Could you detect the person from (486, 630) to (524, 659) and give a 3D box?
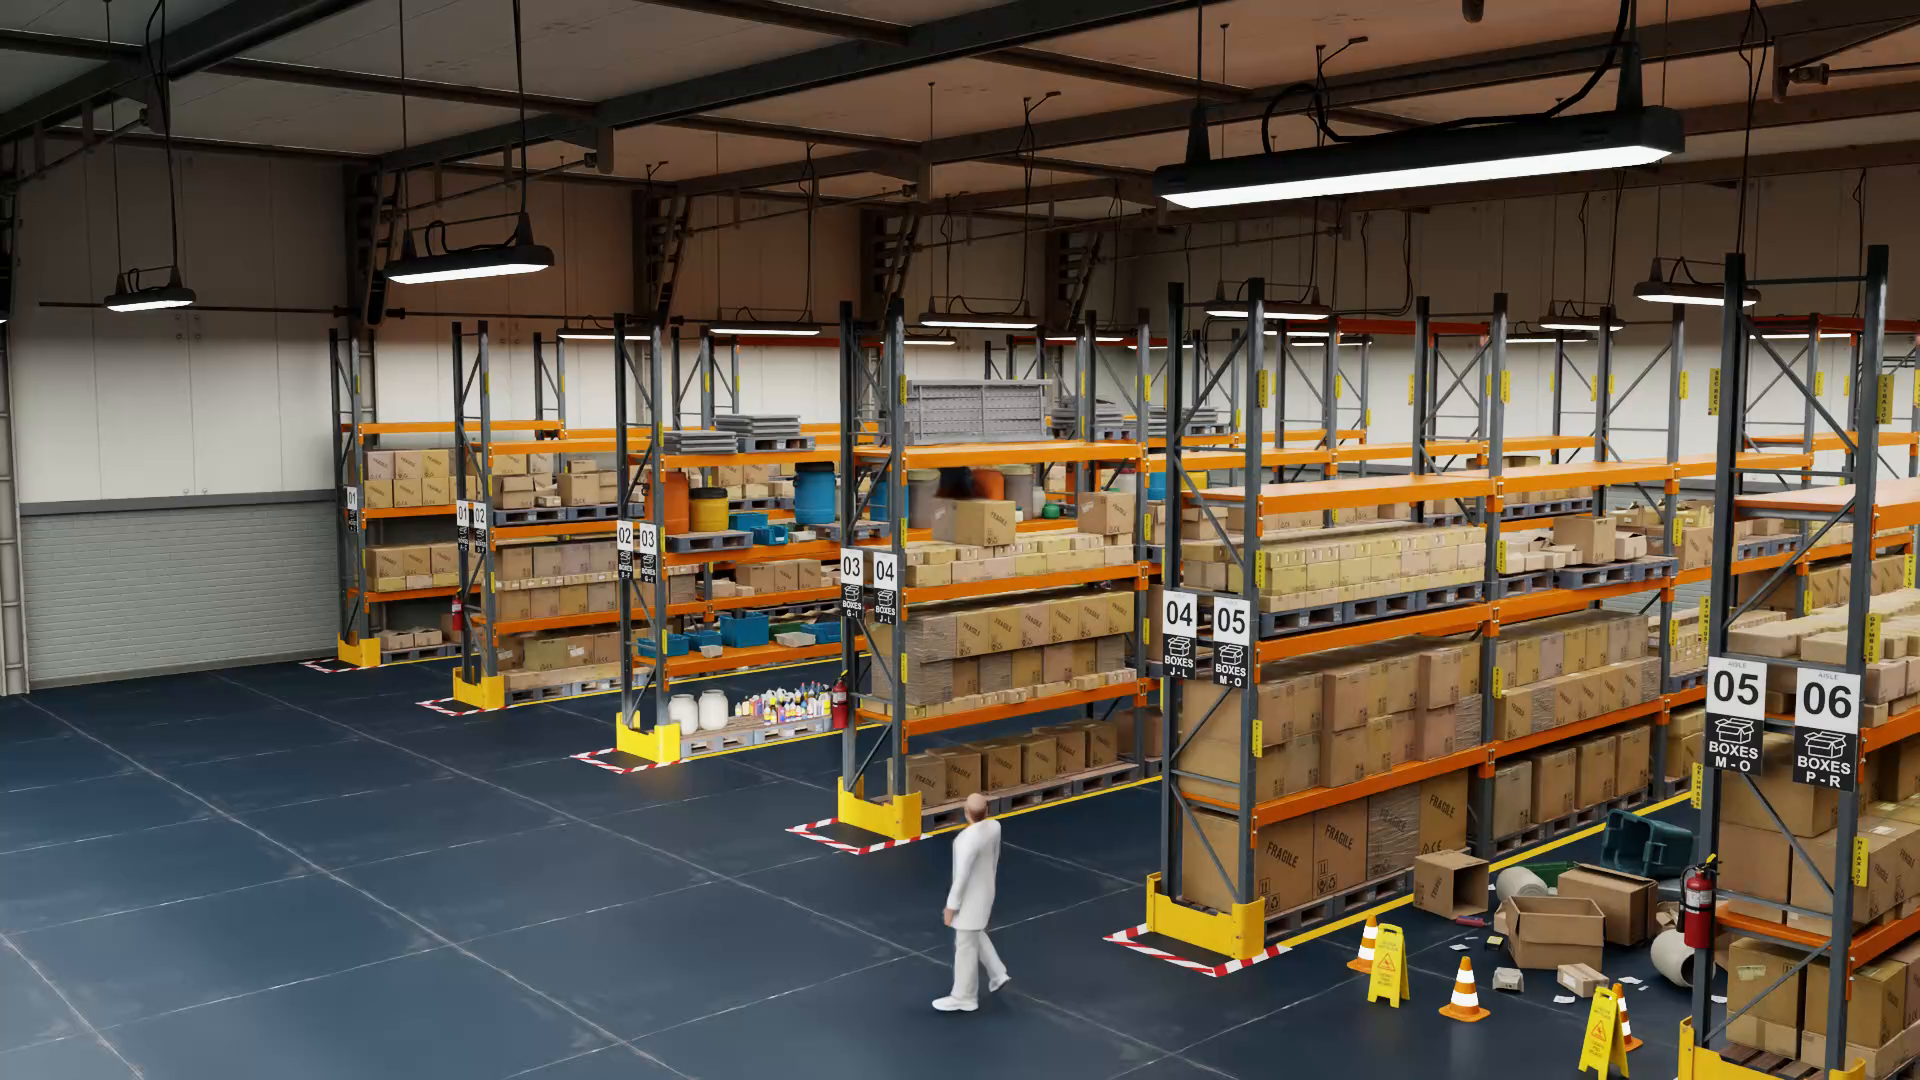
[{"bbox_3d":[-7.879,1.509,28.871,0.455,1.594,0.898,4,7,34],"label":"person"}]

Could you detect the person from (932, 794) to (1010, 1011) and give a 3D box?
[{"bbox_3d":[0.113,2.929,13.622,0.551,1.776,0.664,2,6,20],"label":"person"}]
